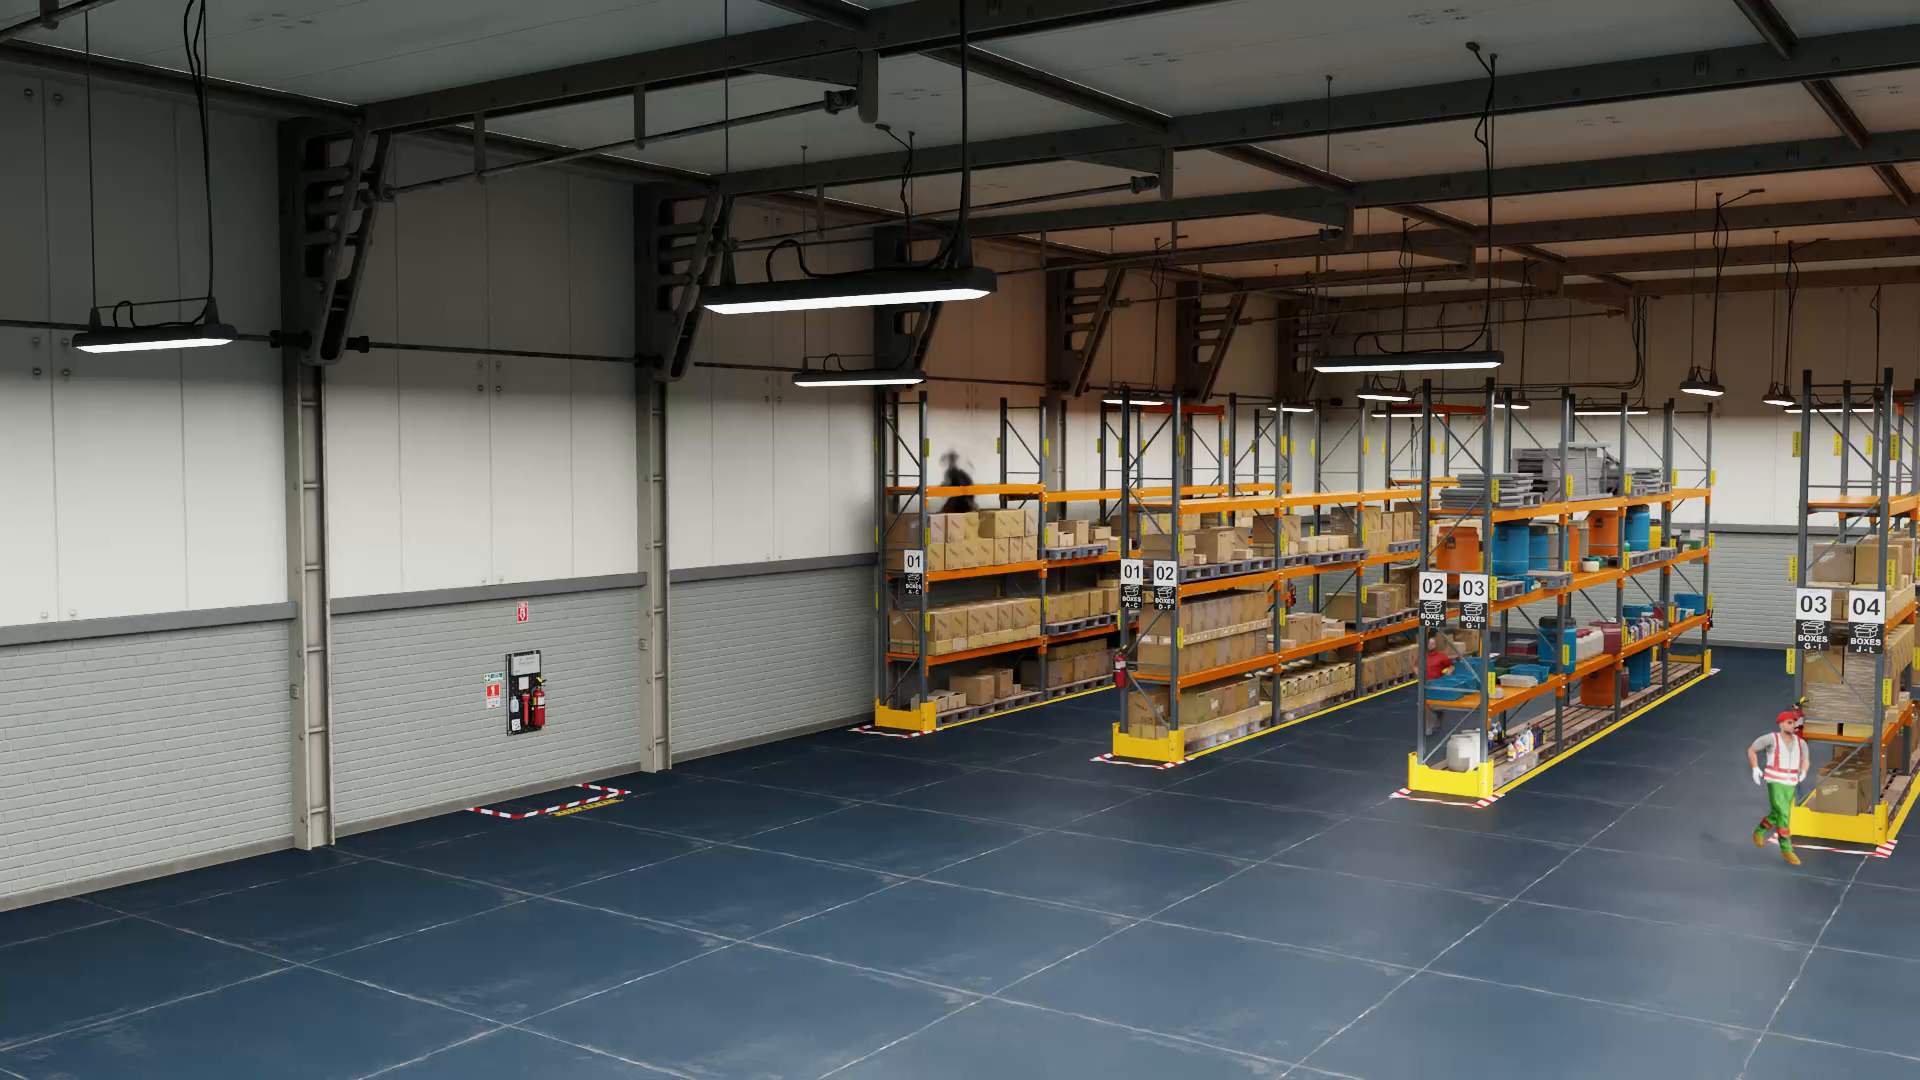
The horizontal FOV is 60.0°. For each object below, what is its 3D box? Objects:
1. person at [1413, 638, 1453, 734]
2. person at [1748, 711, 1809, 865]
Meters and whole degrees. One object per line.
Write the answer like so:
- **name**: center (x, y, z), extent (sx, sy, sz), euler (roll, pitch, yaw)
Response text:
- **person**: center (8.214, 2.553, 29.001), extent (0.658, 1.686, 0.592), euler (2, 4, 29)
- **person**: center (10.056, 2.981, 20.311), extent (0.671, 1.766, 0.956), euler (0, 3, -7)
